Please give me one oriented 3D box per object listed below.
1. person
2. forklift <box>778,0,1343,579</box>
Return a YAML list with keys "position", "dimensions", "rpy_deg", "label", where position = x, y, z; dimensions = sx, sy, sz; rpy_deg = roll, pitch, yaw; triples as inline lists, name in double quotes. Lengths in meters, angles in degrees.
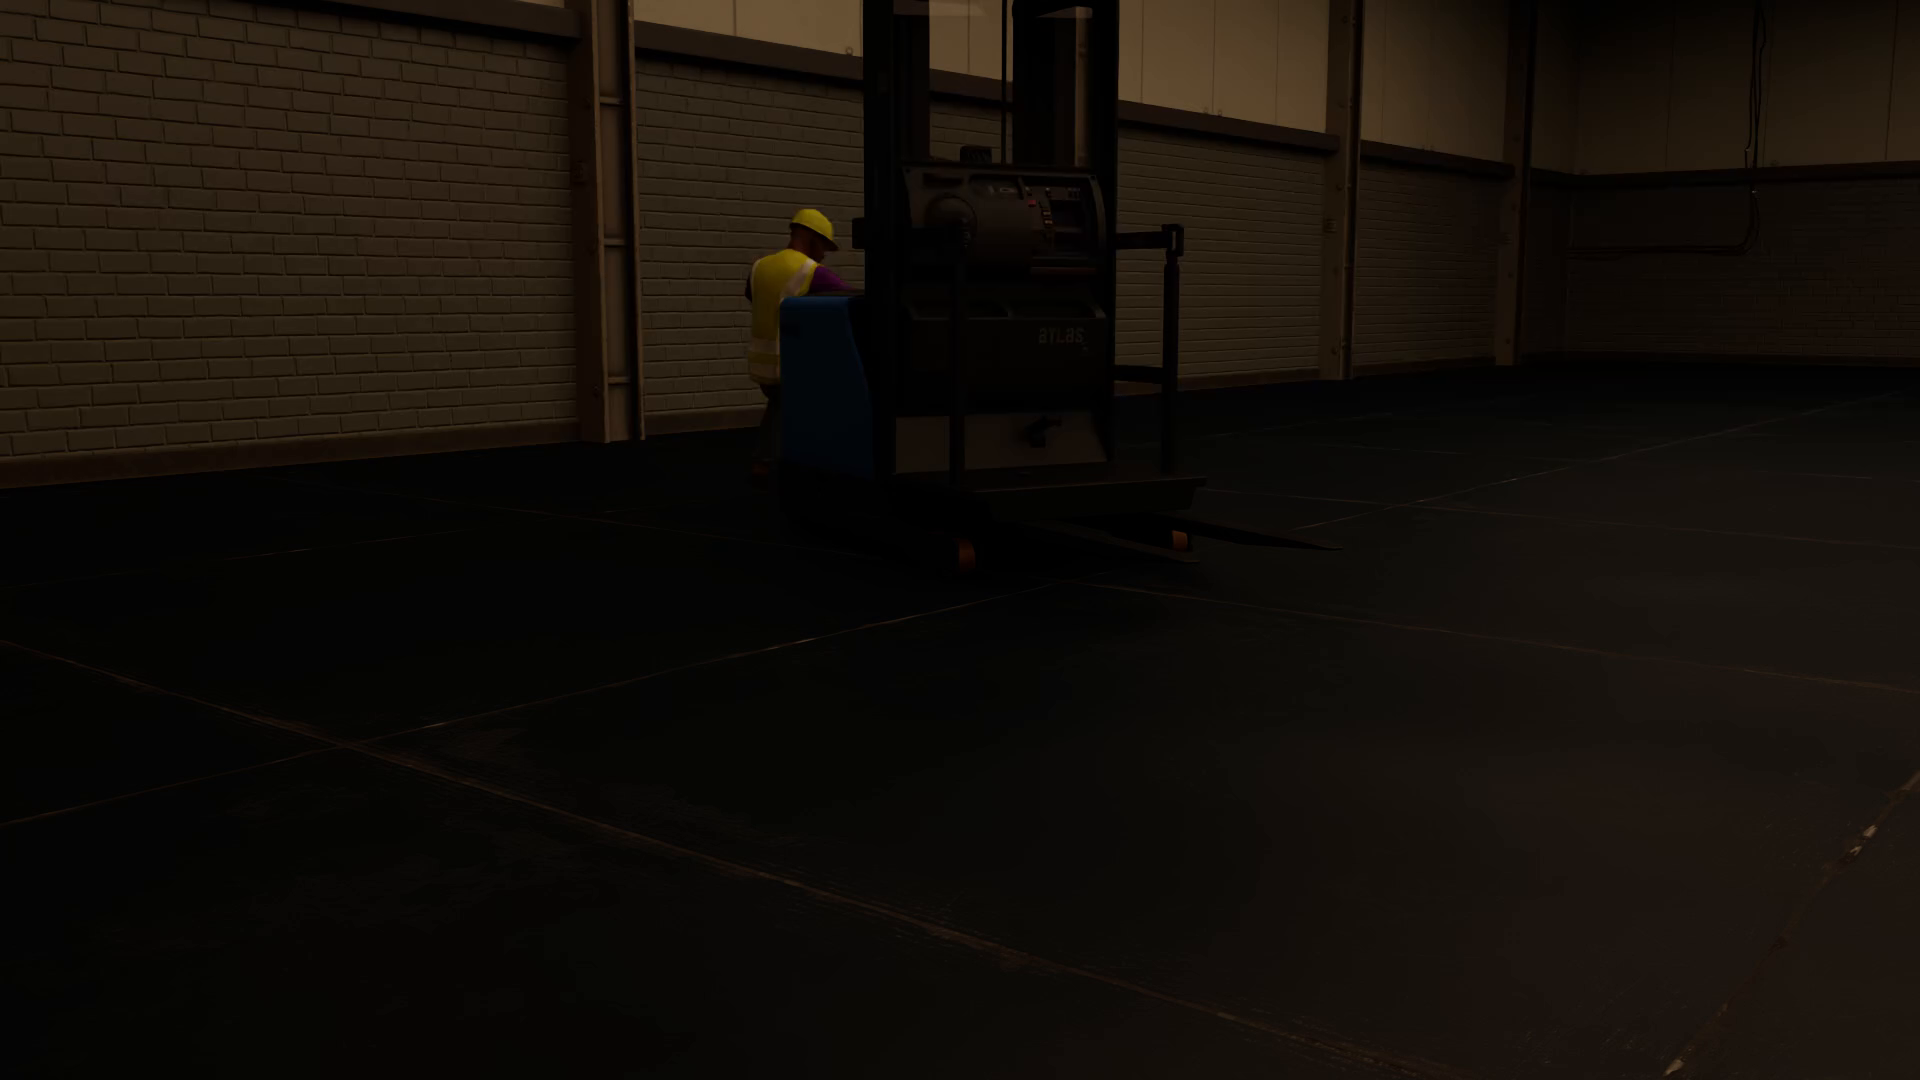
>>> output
- position: [-0.753, -0.966, 8.772]
  dimensions: [0.744, 1.524, 1.061]
  rpy_deg: [-8, 12, -44]
  label: "person"
- position: [0.294, -1.373, 6.664]
  dimensions: [1.130, 2.935, 3.031]
  rpy_deg: [-5, 9, -28]
  label: "forklift"
